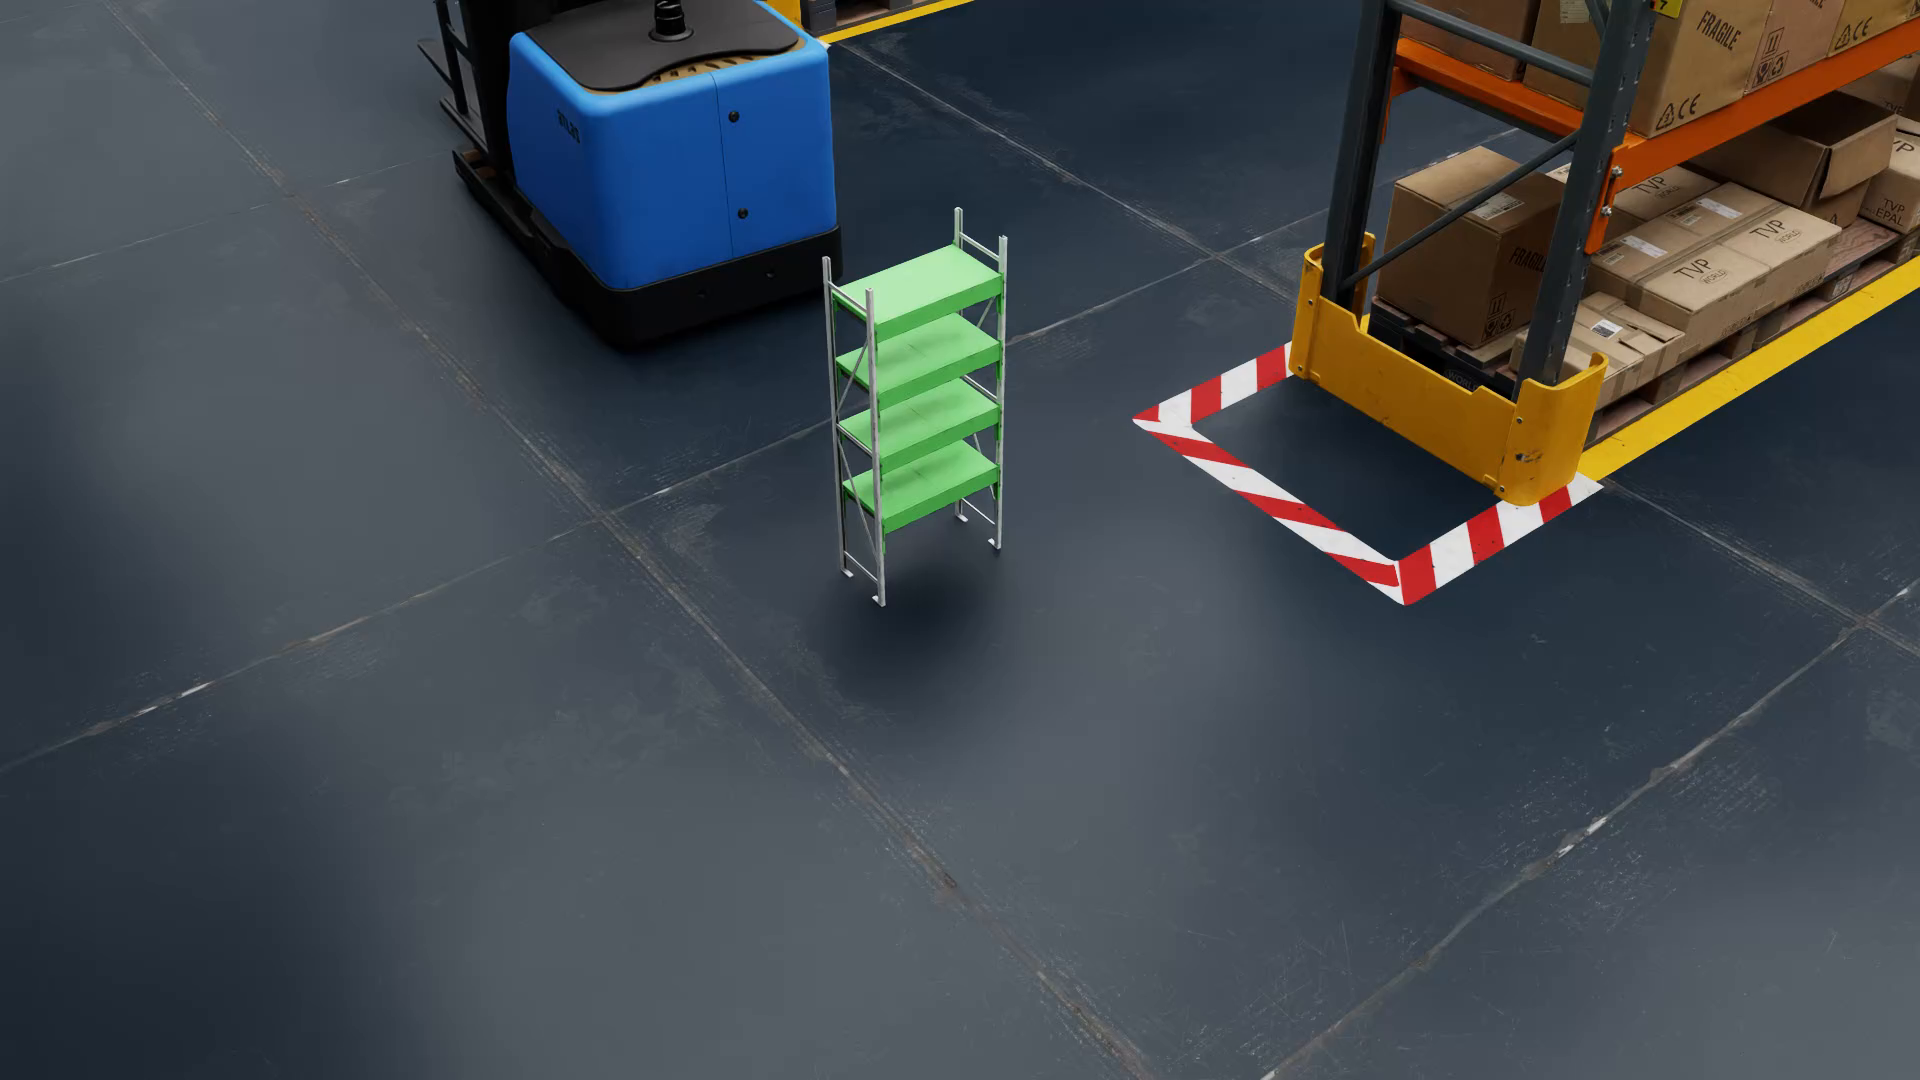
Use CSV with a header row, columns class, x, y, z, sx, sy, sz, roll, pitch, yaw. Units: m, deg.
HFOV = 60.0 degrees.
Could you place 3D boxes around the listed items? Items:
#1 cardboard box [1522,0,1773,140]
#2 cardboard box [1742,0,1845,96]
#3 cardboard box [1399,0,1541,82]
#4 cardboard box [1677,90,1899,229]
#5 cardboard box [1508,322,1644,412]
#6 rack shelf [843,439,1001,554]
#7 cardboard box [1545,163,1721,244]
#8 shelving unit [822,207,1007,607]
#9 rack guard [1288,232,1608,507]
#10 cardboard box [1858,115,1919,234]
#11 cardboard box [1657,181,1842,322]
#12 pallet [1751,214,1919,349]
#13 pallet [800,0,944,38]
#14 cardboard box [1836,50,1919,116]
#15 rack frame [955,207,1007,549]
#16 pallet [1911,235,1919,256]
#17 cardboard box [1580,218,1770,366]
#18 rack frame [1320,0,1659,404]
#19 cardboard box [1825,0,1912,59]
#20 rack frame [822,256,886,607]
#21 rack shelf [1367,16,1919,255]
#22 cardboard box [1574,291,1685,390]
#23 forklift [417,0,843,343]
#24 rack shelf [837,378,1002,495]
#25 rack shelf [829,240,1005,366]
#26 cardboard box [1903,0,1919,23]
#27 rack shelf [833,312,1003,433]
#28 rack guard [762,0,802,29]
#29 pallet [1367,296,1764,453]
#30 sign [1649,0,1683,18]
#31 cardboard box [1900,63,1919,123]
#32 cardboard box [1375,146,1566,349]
class,x,y,z,sx,sy,sz,roll,pitch,yaw
cardboard box,2.218,-1.670,5.342,0.500,0.500,0.500,-25,46,-27
cardboard box,2.624,-1.872,5.588,0.500,0.500,0.500,-26,46,-28
cardboard box,1.895,-1.941,5.672,0.500,0.500,0.500,-25,45,-27
cardboard box,3.390,-1.615,6.975,0.637,0.503,0.797,-26,46,-28
cardboard box,2.247,-0.649,6.077,0.250,0.149,0.380,-26,46,-28
rack shelf,-0.131,-0.165,5.484,0.480,0.148,0.258,-26,46,-28
cardboard box,2.758,-1.386,6.895,0.500,0.250,0.500,-26,46,-28
shelving unit,-0.131,-0.400,5.291,0.503,1.200,0.258,-26,46,-28
rack guard,1.766,-0.655,6.155,0.348,0.500,1.175,-26,46,-28
cardboard box,4.003,-1.616,7.128,0.500,0.311,0.500,-26,46,-28
cardboard box,3.102,-1.153,6.612,0.500,0.250,0.500,-26,46,-28
pallet,3.364,-1.321,7.194,1.213,0.211,1.003,-26,46,-28
pallet,-0.633,-3.306,9.614,1.213,0.211,1.003,-26,46,-28
cardboard box,4.412,-2.215,7.859,0.500,0.311,0.500,-26,46,-28
rack frame,0.062,-0.494,5.406,0.015,1.200,0.240,-26,46,-28
pallet,4.332,-1.795,7.772,1.213,0.211,1.003,-26,46,-28
cardboard box,2.706,-0.960,6.377,0.500,0.250,0.500,-26,46,-28
rack frame,1.705,-1.592,5.326,0.127,3.000,1.000,-26,46,-28
cardboard box,3.023,-2.065,5.823,0.500,0.500,0.500,-26,46,-28
rack frame,-0.325,-0.306,5.177,0.015,1.200,0.240,-26,46,-28
rack shelf,3.291,-2.087,6.497,4.000,0.370,1.077,-26,46,-28
cardboard box,2.445,-0.753,6.190,0.250,0.166,0.380,-26,46,-28
forklift,-1.696,-2.821,6.878,1.130,2.935,3.031,-22,44,-24
rack shelf,-0.131,-0.351,5.332,0.480,0.148,0.258,-26,46,-28
rack shelf,-0.131,-0.722,5.028,0.480,0.148,0.258,-26,46,-28
cardboard box,3.421,-2.257,6.057,0.500,0.500,0.500,-25,46,-28
rack shelf,-0.131,-0.536,5.180,0.480,0.148,0.258,-26,46,-28
rack guard,-1.321,-3.103,9.138,0.348,0.500,1.175,-26,46,-28
pallet,2.397,-0.852,6.623,1.213,0.211,1.003,-26,46,-28
sign,2.036,-1.654,4.719,0.005,0.325,0.100,-26,46,-28
cardboard box,4.598,-1.979,7.422,0.500,0.500,0.500,-26,46,-28
cardboard box,1.986,-1.130,6.387,0.500,0.500,0.500,-26,46,-28
